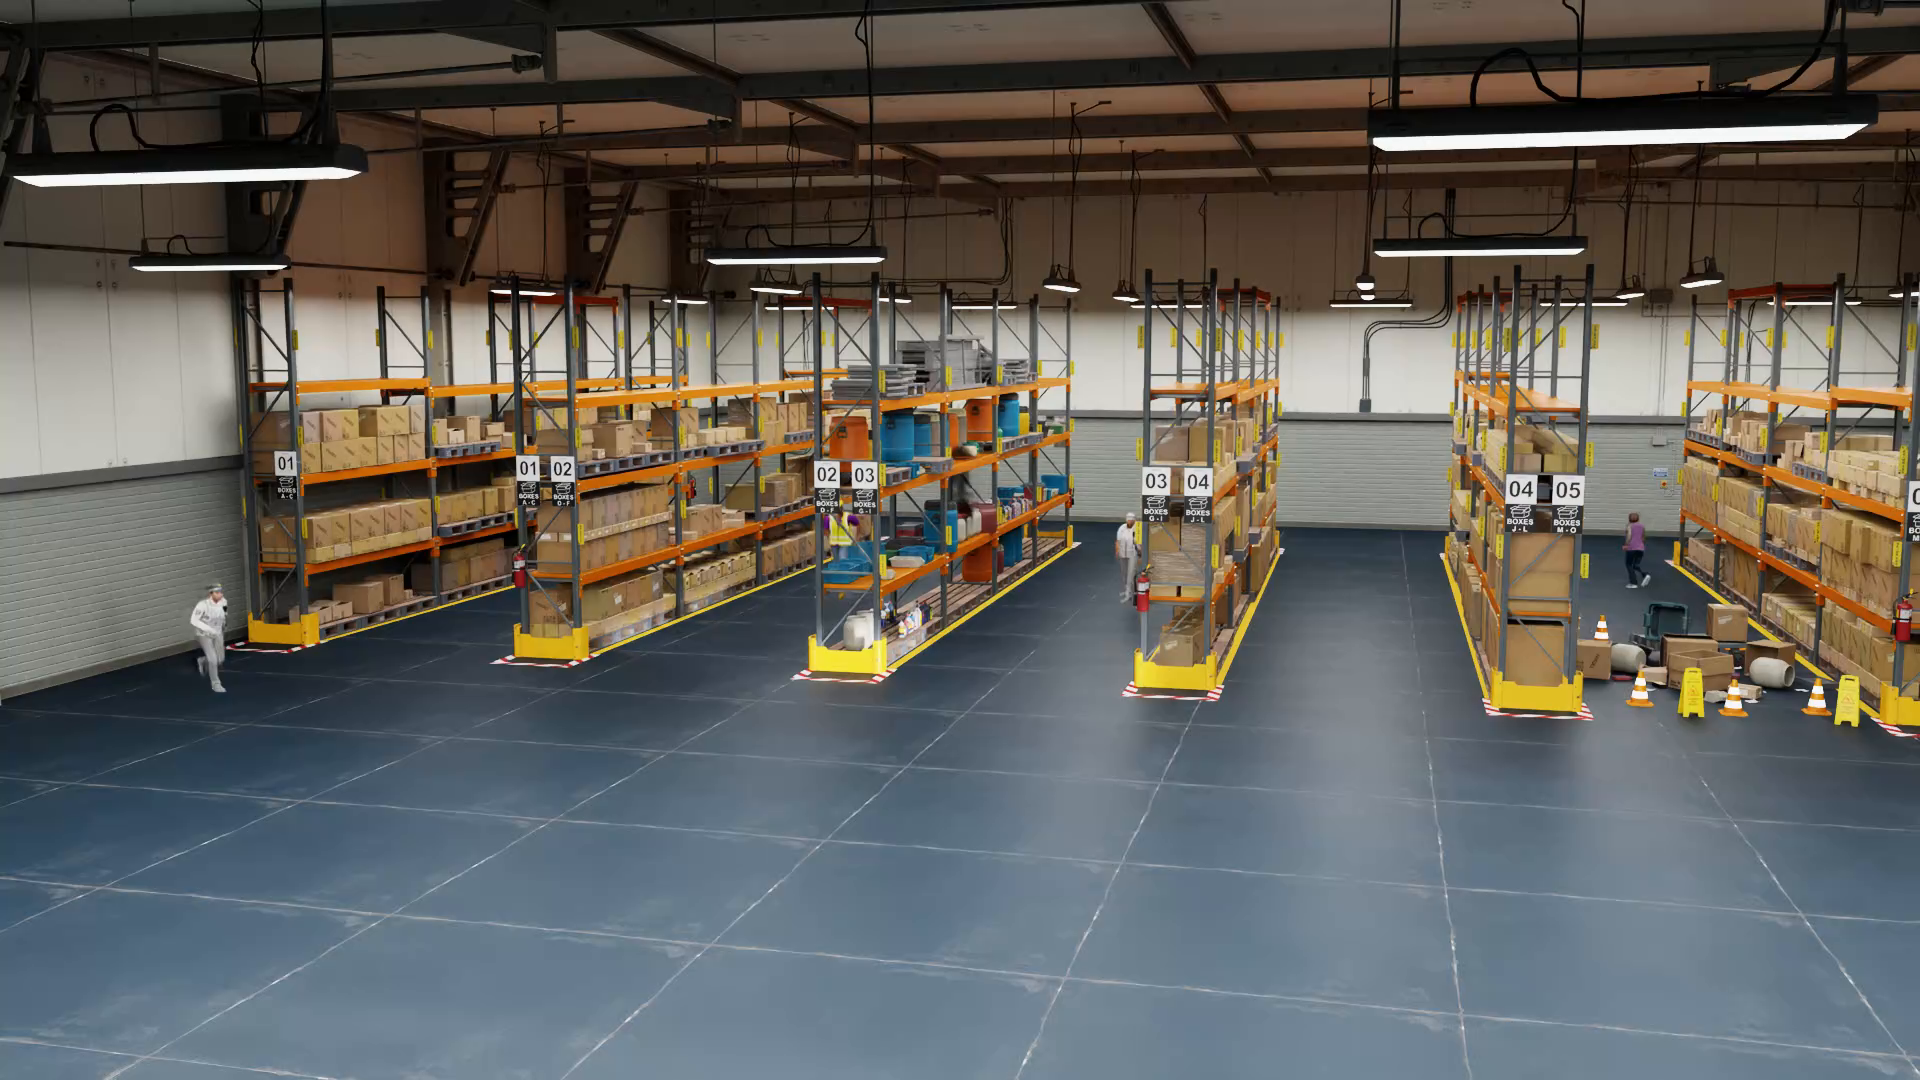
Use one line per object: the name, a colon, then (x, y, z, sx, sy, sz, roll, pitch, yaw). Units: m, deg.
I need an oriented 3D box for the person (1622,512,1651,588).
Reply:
person: (13.709, 0.220, 33.633, 0.536, 1.546, 0.687, -2, 7, -13)

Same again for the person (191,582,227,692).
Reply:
person: (-10.728, 1.385, 23.774, 0.717, 1.618, 0.605, 6, 9, 39)

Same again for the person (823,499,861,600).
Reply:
person: (-2.242, 0.158, 30.931, 0.653, 1.874, 0.811, 2, 7, 17)

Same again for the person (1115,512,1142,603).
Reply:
person: (3.021, 0.289, 29.979, 0.570, 1.596, 0.931, 4, 8, 30)
